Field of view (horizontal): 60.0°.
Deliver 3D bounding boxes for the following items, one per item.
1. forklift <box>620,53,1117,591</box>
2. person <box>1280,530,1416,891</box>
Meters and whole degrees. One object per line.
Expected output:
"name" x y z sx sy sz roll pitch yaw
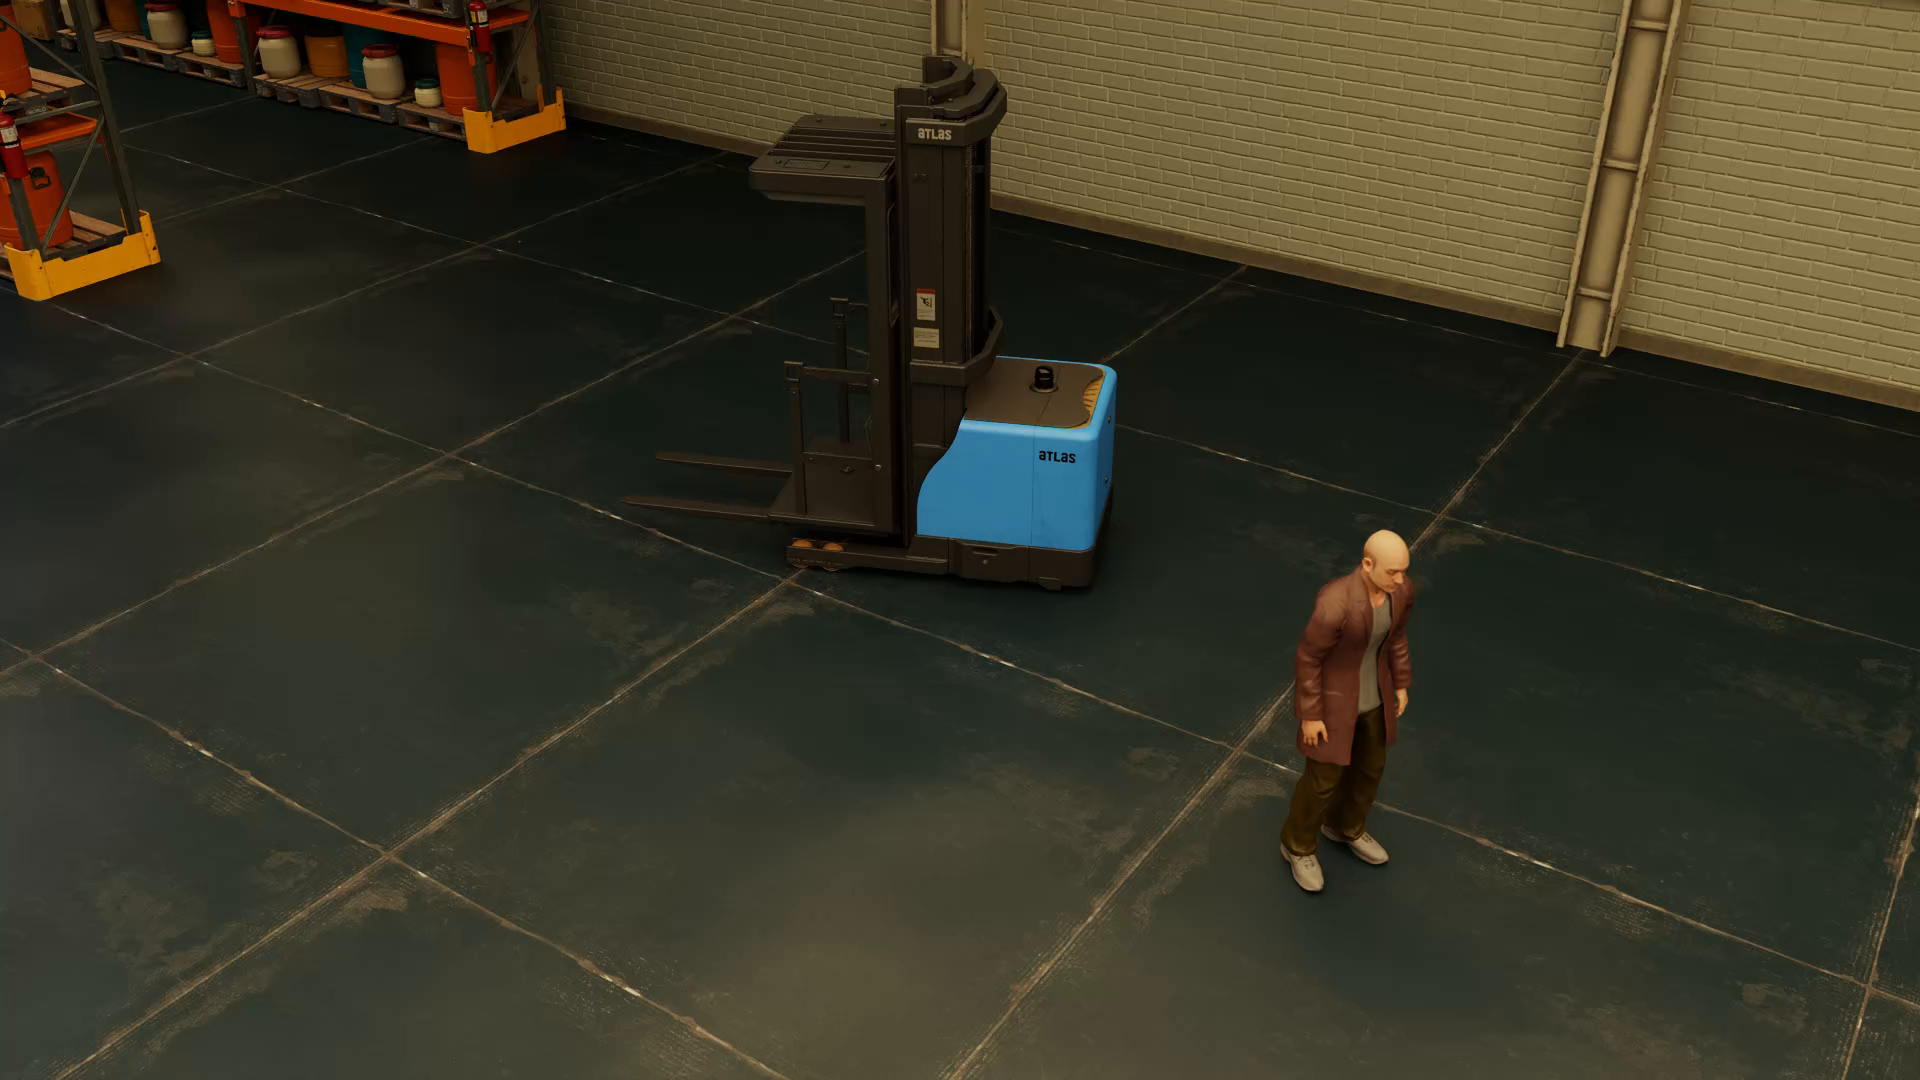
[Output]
"forklift" -0.596 -1.330 9.871 3.031 2.935 1.130 6 31 10
"person" 1.765 0.724 7.486 0.643 1.774 0.420 -16 34 -25
